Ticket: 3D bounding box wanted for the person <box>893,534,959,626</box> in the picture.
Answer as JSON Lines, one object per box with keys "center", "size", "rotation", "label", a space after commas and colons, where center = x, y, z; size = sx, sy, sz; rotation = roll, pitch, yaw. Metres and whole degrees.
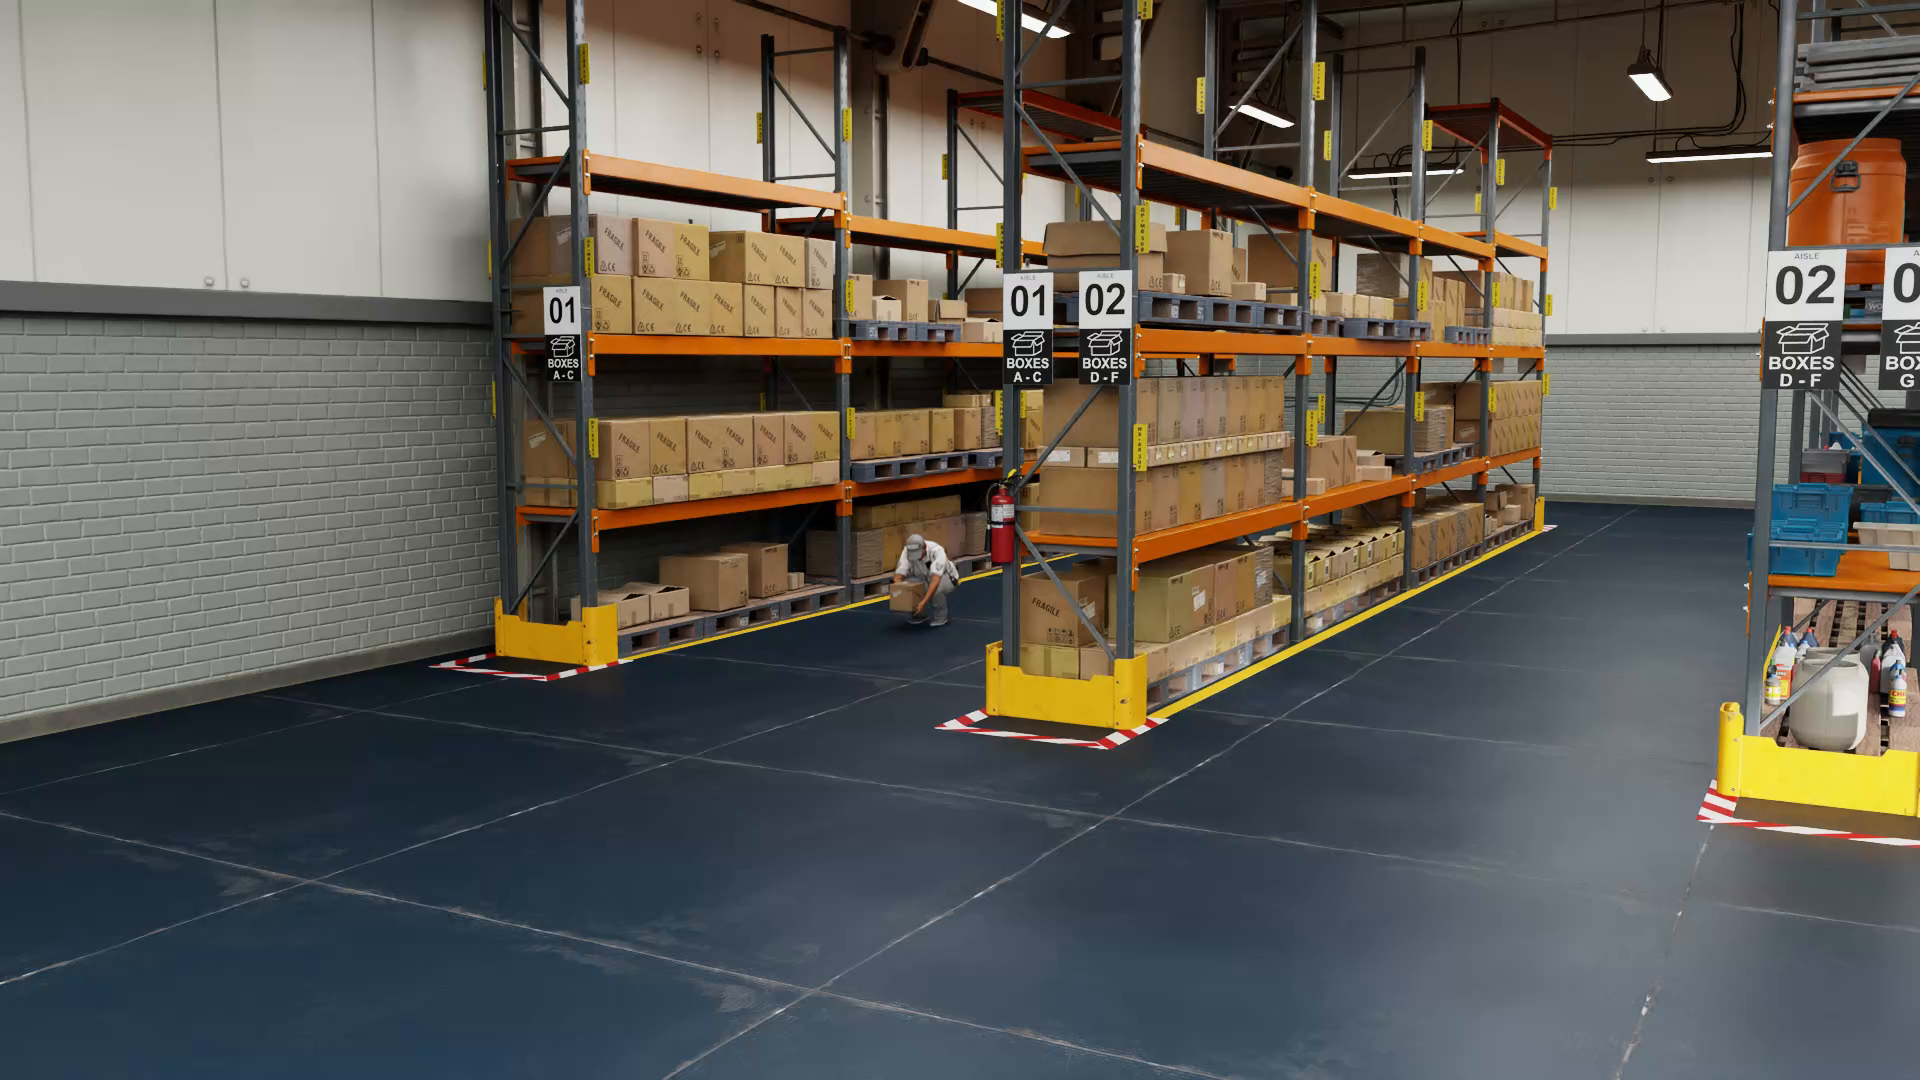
{"center": [-0.337, 0.380, 16.321], "size": [0.536, 0.930, 0.852], "rotation": [3, 7, 29], "label": "person"}
